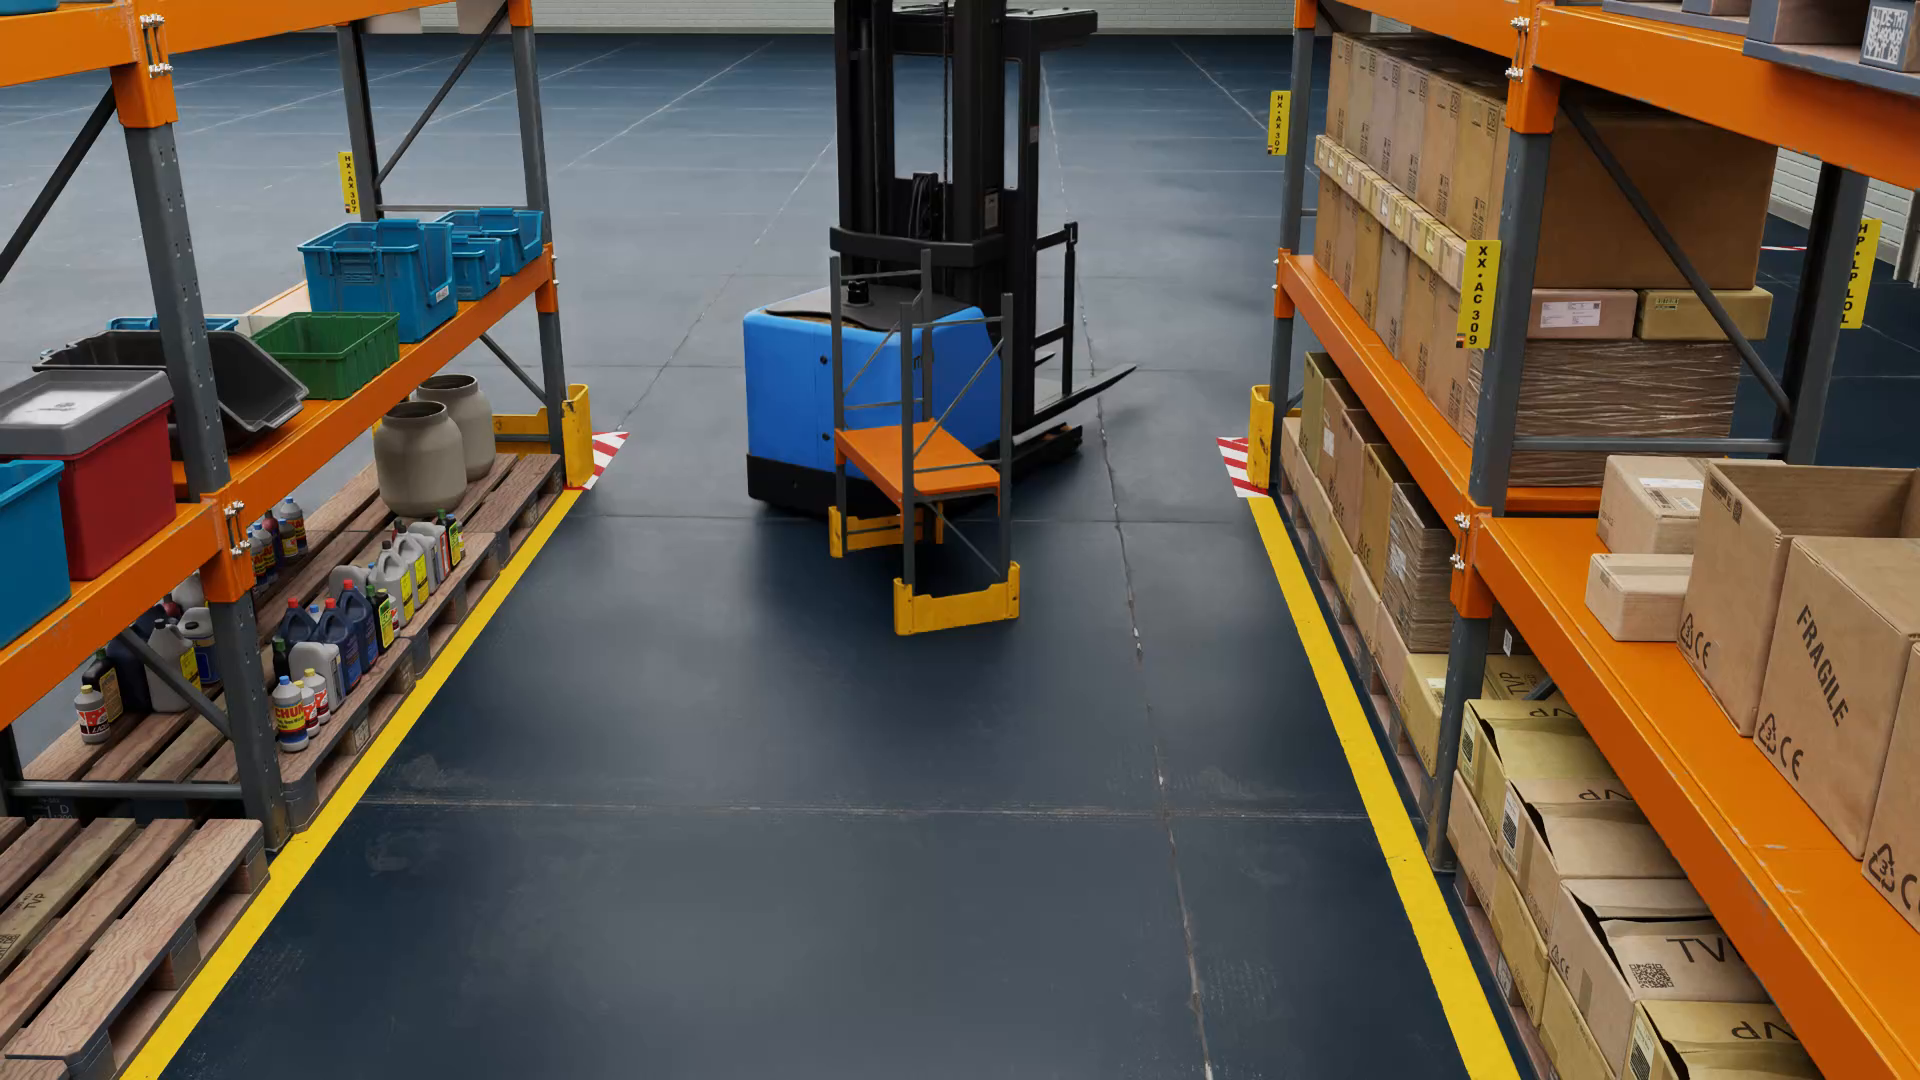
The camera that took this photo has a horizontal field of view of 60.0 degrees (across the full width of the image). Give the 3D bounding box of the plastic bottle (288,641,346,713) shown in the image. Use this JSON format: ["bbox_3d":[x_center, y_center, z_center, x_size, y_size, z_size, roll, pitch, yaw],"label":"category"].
[{"bbox_3d":[-2.420,0.496,6.261,0.152,0.276,0.135,1,21,4],"label":"plastic bottle"}]

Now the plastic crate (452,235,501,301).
[{"bbox_3d":[-2.471,-1.299,7.935,0.499,0.251,0.408,1,21,2],"label":"plastic crate"}]

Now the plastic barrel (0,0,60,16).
[{"bbox_3d":[-2.649,-1.787,4.148,0.600,0.901,0.708,1,21,2],"label":"plastic barrel"}]

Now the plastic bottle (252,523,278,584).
[{"bbox_3d":[-3.106,0.056,7.402,0.097,0.271,0.097,0,21,0],"label":"plastic bottle"}]

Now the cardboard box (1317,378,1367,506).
[{"bbox_3d":[1.968,-0.442,7.705,0.500,0.500,0.500,1,21,2],"label":"cardboard box"}]

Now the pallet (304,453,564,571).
[{"bbox_3d":[-2.714,-0.166,8.664,1.003,0.211,1.213,1,21,2],"label":"pallet"}]

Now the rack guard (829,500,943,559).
[{"bbox_3d":[-0.369,-0.073,8.371,0.587,0.250,0.087,-8,23,-20],"label":"rack guard"}]

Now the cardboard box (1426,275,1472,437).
[{"bbox_3d":[2.117,-0.683,6.004,0.700,0.500,0.500,0,21,1],"label":"cardboard box"}]

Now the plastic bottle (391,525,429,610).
[{"bbox_3d":[-2.387,0.112,7.146,0.144,0.351,0.185,2,21,4],"label":"plastic bottle"}]

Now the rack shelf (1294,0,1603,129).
[{"bbox_3d":[2.161,-2.071,6.568,1.077,0.370,4.000,1,21,2],"label":"rack shelf"}]

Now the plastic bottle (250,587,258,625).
[{"bbox_3d":[-2.988,0.240,6.910,0.061,0.283,0.133,1,21,2],"label":"plastic bottle"}]

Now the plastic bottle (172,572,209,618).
[{"bbox_3d":[-3.104,0.267,6.749,0.144,0.351,0.185,1,21,1],"label":"plastic bottle"}]

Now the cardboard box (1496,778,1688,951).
[{"bbox_3d":[1.818,0.867,4.593,0.500,0.311,0.500,0,21,1],"label":"cardboard box"}]

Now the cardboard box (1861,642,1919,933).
[{"bbox_3d":[2.013,0.508,2.936,0.500,0.500,0.500,0,21,-1],"label":"cardboard box"}]

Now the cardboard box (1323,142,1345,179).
[{"bbox_3d":[1.989,-1.845,8.103,0.380,0.149,0.250,0,21,0],"label":"cardboard box"}]

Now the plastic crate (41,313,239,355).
[{"bbox_3d":[-3.088,-0.675,6.327,0.499,0.251,0.616,1,21,2],"label":"plastic crate"}]

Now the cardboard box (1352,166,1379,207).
[{"bbox_3d":[1.965,-1.568,7.387,0.380,0.149,0.250,0,21,0],"label":"cardboard box"}]

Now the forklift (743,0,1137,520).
[{"bbox_3d":[0.067,-1.901,9.375,1.130,2.935,3.031,13,25,30],"label":"forklift"}]

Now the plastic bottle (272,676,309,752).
[{"bbox_3d":[-2.403,0.615,5.959,0.097,0.271,0.097,0,21,0],"label":"plastic bottle"}]

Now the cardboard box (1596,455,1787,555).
[{"bbox_3d":[2.129,-0.037,4.684,0.500,0.250,0.500,2,21,5],"label":"cardboard box"}]

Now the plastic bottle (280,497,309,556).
[{"bbox_3d":[-3.096,-0.068,7.722,0.097,0.271,0.097,0,21,0],"label":"plastic bottle"}]

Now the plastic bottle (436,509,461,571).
[{"bbox_3d":[-2.332,-0.015,7.567,0.061,0.283,0.133,1,21,3],"label":"plastic bottle"}]

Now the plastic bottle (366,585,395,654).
[{"bbox_3d":[-2.359,0.306,6.742,0.061,0.283,0.133,2,21,4],"label":"plastic bottle"}]

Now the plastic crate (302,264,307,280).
[{"bbox_3d":[-3.078,-1.344,8.211,0.298,0.136,0.250,1,21,2],"label":"plastic crate"}]

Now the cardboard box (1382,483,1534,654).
[{"bbox_3d":[1.923,0.101,6.307,0.500,0.500,0.500,1,21,2],"label":"cardboard box"}]

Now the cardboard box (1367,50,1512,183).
[{"bbox_3d":[2.168,-1.823,7.148,0.700,0.500,0.500,1,21,2],"label":"cardboard box"}]

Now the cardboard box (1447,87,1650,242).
[{"bbox_3d":[2.121,-1.280,5.749,0.700,0.500,0.500,1,21,1],"label":"cardboard box"}]

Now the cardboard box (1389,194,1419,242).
[{"bbox_3d":[1.940,-1.290,6.672,0.380,0.149,0.250,1,21,3],"label":"cardboard box"}]

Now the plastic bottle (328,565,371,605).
[{"bbox_3d":[-2.542,0.222,6.967,0.152,0.276,0.135,1,21,2],"label":"plastic bottle"}]

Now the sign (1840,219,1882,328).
[{"bbox_3d":[2.643,-0.786,4.916,0.100,0.325,0.005,1,21,2],"label":"sign"}]

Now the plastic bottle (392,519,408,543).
[{"bbox_3d":[-2.488,0.033,7.445,0.061,0.283,0.133,1,21,2],"label":"plastic bottle"}]

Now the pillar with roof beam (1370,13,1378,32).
[{"bbox_3d":[4.626,-15.107,35.023,9.100,9.000,0.400,1,21,2],"label":"pillar with roof beam"}]

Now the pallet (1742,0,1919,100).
[{"bbox_3d":[1.941,-0.800,2.558,1.003,0.211,1.213,2,21,4],"label":"pallet"}]

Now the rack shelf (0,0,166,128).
[{"bbox_3d":[-2.912,-0.681,2.985,1.077,0.370,4.000,1,21,2],"label":"rack shelf"}]

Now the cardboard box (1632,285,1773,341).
[{"bbox_3d":[2.302,-0.729,5.227,0.380,0.149,0.250,1,21,2],"label":"cardboard box"}]

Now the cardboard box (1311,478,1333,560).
[{"bbox_3d":[1.956,-0.092,7.841,0.500,0.250,0.500,1,21,2],"label":"cardboard box"}]

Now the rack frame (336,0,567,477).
[{"bbox_3d":[-2.729,-1.787,8.988,1.000,3.000,0.127,1,21,2],"label":"rack frame"}]

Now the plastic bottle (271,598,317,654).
[{"bbox_3d":[-2.556,0.400,6.405,0.144,0.351,0.185,1,21,2],"label":"plastic bottle"}]

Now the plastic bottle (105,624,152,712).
[{"bbox_3d":[-3.119,0.453,6.269,0.144,0.351,0.185,0,21,0],"label":"plastic bottle"}]

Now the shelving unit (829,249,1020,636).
[{"bbox_3d":[-0.191,-0.487,7.711,0.587,1.500,1.083,-8,23,-20],"label":"shelving unit"}]

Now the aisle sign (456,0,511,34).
[{"bbox_3d":[-2.430,-3.022,8.577,0.394,0.787,0.004,1,21,2],"label":"aisle sign"}]

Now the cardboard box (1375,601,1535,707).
[{"bbox_3d":[1.921,0.450,6.442,0.500,0.250,0.500,1,21,2],"label":"cardboard box"}]

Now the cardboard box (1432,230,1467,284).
[{"bbox_3d":[1.916,-1.014,5.960,0.380,0.149,0.250,1,21,2],"label":"cardboard box"}]

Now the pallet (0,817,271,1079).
[{"bbox_3d":[-2.836,1.243,5.033,1.003,0.211,1.213,1,21,2],"label":"pallet"}]

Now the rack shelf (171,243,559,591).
[{"bbox_3d":[-2.790,-0.729,7.255,1.077,0.370,4.000,1,21,2],"label":"rack shelf"}]

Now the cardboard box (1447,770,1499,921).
[{"bbox_3d":[1.840,0.944,5.170,0.500,0.250,0.500,0,21,0],"label":"cardboard box"}]

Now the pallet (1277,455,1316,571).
[{"bbox_3d":[2.240,-0.154,8.635,1.003,0.211,1.213,1,21,2],"label":"pallet"}]

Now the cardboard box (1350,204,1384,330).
[{"bbox_3d":[2.163,-1.240,7.440,0.700,0.500,0.500,1,21,2],"label":"cardboard box"}]

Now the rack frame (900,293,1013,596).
[{"bbox_3d":[-0.012,-0.319,7.277,0.500,1.500,0.032,-8,23,-20],"label":"rack frame"}]

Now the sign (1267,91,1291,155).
[{"bbox_3d":[1.667,-2.180,8.695,0.100,0.325,0.005,1,21,2],"label":"sign"}]
